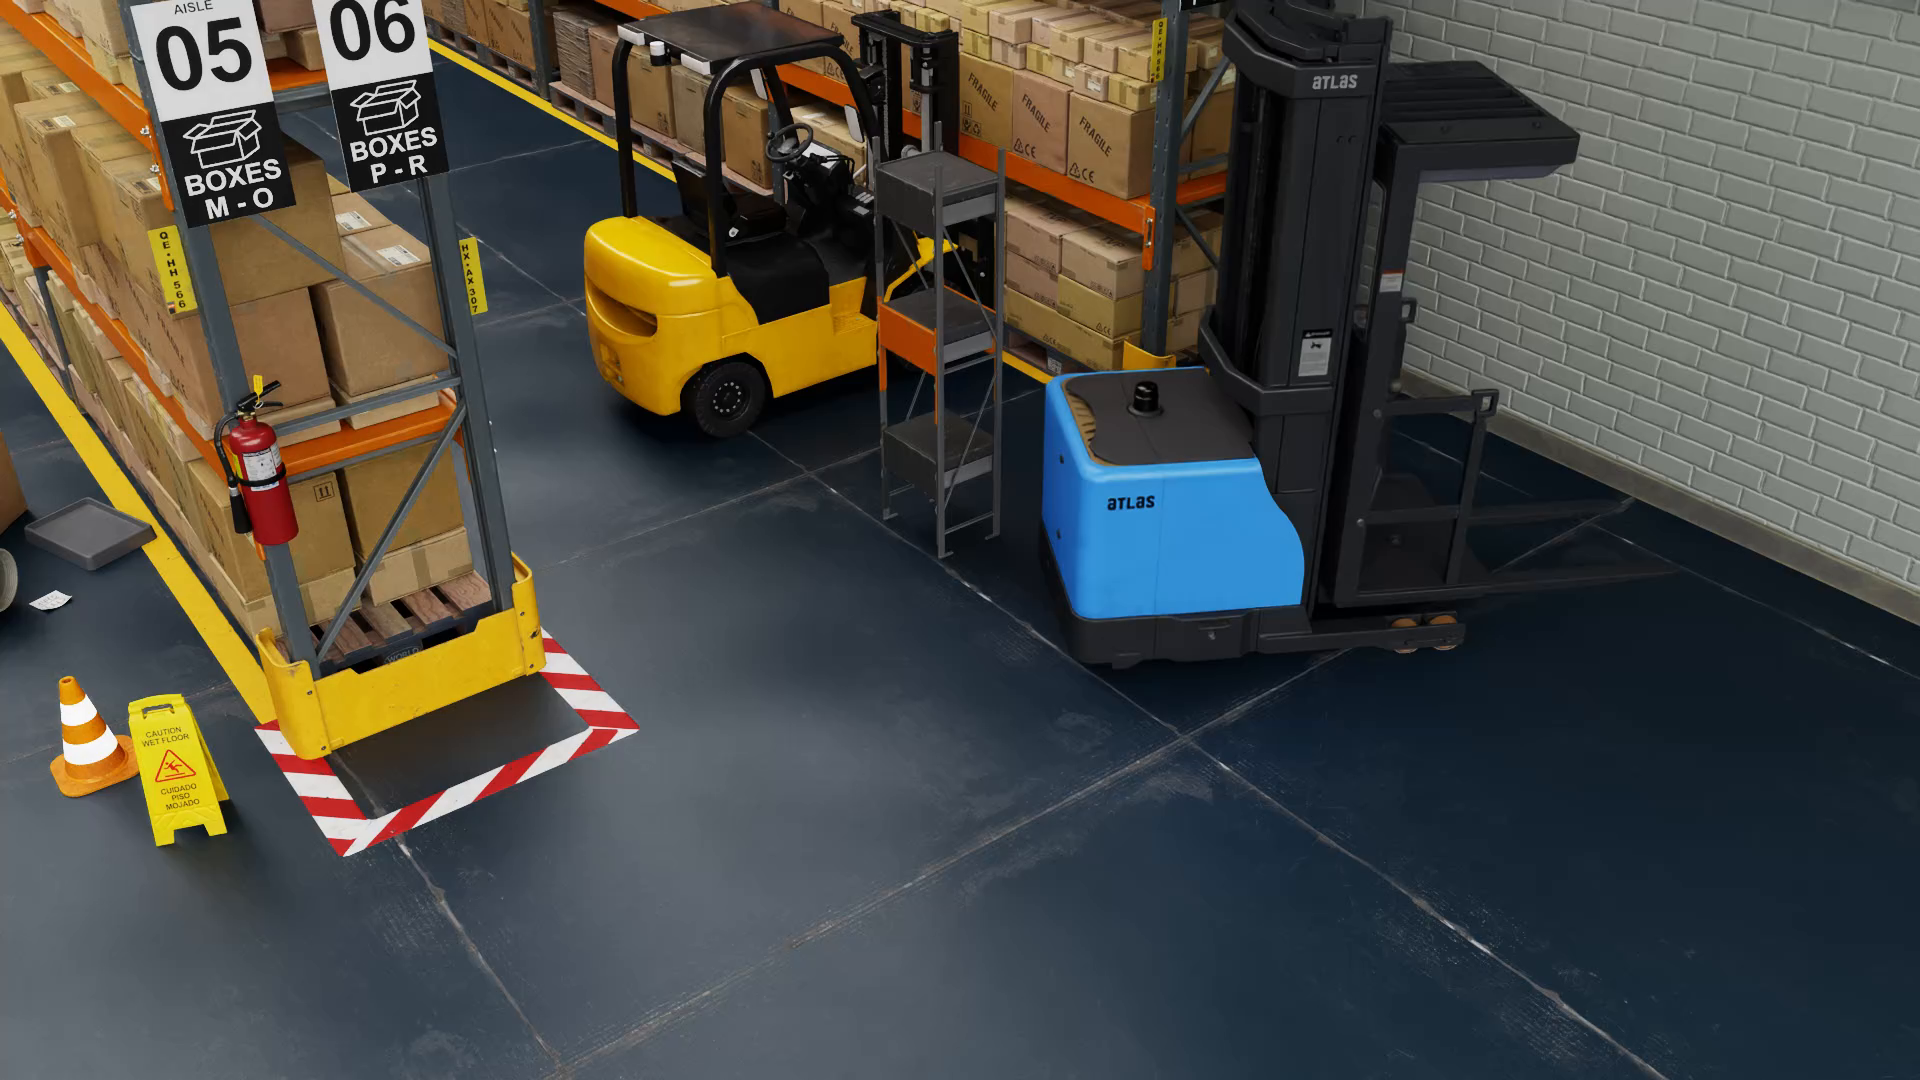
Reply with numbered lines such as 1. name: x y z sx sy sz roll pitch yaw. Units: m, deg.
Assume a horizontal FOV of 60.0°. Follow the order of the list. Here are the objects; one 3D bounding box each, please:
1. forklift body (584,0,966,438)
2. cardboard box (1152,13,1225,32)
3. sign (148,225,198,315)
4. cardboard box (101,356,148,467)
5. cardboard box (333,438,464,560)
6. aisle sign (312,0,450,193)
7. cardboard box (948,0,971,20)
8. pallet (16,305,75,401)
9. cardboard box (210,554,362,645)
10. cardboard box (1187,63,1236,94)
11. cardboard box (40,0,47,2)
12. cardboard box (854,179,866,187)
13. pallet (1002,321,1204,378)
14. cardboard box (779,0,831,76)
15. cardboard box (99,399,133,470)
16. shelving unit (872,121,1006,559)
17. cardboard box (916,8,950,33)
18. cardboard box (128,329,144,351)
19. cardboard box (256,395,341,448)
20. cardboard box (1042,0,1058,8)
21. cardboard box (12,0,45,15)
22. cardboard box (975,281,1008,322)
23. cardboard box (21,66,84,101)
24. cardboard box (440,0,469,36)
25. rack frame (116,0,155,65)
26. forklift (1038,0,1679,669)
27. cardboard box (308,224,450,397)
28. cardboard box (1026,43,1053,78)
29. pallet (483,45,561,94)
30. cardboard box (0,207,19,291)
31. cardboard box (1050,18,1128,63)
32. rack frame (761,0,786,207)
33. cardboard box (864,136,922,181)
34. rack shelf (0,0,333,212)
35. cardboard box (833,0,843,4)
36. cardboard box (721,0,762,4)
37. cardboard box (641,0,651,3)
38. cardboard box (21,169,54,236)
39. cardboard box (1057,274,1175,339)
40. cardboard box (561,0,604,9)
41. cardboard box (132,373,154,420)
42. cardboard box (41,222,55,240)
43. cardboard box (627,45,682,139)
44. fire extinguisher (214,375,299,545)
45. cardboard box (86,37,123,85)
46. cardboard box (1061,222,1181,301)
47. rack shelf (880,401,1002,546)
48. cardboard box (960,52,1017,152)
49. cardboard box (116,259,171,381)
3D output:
1. forklift body: -1.123 -1.982 9.902 2.313 2.155 1.214 -22 38 -31
2. cardboard box: 1.330 -2.927 9.628 0.380 0.149 0.250 -21 37 -30
3. sign: -2.889 -0.990 6.104 0.100 0.325 0.005 -22 38 -31
4. cardboard box: -4.088 -0.762 8.631 0.500 0.500 0.500 -20 37 -29
5. cardboard box: -2.729 -0.299 7.886 0.500 0.500 0.500 -24 39 -33
6. aisle sign: -2.155 -1.714 6.202 0.394 0.787 0.004 -22 38 -31
7. cardboard box: 0.149 -3.305 10.237 0.380 0.149 0.250 -22 38 -31
8. pallet: -5.369 -1.341 10.710 1.003 0.211 1.213 -22 38 -31
9. cardboard box: -3.161 0.195 7.801 0.500 0.250 0.500 -22 38 -32
10. cardboard box: 1.478 -2.686 9.522 0.380 0.149 0.250 -23 39 -33
11. cardboard box: -3.594 -2.423 6.825 0.500 0.250 0.500 -21 38 -30
12. cardboard box: -0.609 -2.521 11.701 0.500 0.250 0.500 -22 38 -32
13. pallet: 0.979 -1.263 10.583 1.003 0.211 1.213 -22 38 -31
14. cardboard box: -0.906 -3.582 11.580 0.500 0.500 0.500 -23 39 -33
15. cardboard box: -4.406 -0.660 9.178 0.500 0.250 0.500 -20 37 -29
16. shelving unit: -0.101 -0.961 8.307 0.431 2.100 0.503 -22 38 -31
17. cardboard box: -0.052 -3.259 10.444 0.380 0.149 0.250 -23 39 -32
18. cardboard box: -3.676 -1.025 7.796 0.380 0.149 0.250 -23 38 -32
19. cardboard box: -2.836 -0.515 6.974 0.380 0.149 0.250 -21 37 -30
20. cardboard box: 0.732 -3.372 10.345 0.380 0.149 0.250 -23 39 -32
21. cardboard box: -3.855 -2.386 7.144 0.380 0.149 0.250 -23 38 -32
22. cardboard box: 0.346 -1.668 10.801 0.500 0.250 0.500 -22 38 -31
23. cardboard box: -3.818 -1.916 7.668 0.700 0.500 0.500 -23 38 -32
24. cardboard box: -4.809 -5.339 16.475 0.500 0.500 0.500 -24 39 -33
25. rack frame: -2.438 -3.083 5.185 1.000 3.000 0.127 -22 38 -31
26. forklift: 1.956 -0.981 7.551 3.031 2.935 1.130 -4 32 -6
27. cardboard box: -2.509 -0.991 7.126 0.500 0.500 0.500 -23 39 -32
28. cardboard box: 0.613 -2.846 9.780 0.380 0.149 0.250 -23 38 -32
29. pallet: -3.853 -4.615 15.981 1.003 0.211 1.213 -22 38 -31
30. cardboard box: -6.086 -2.070 11.332 0.950 0.372 0.625 -21 37 -30
31. cardboard box: 0.737 -2.861 9.522 0.380 0.149 0.250 -21 38 -30
32. rack frame: -0.972 -3.809 12.040 1.000 3.000 0.127 -22 38 -31
33. cardboard box: -0.304 -2.521 11.227 0.500 0.250 0.500 -21 37 -30
34. rack shelf: -3.664 -2.337 7.509 1.077 0.370 4.000 -22 38 -31
35. cardboard box: -0.643 -3.702 11.159 0.380 0.149 0.250 -22 38 -31
36. cardboard box: -1.475 -4.080 12.144 0.500 0.250 0.500 -23 39 -32
37. cardboard box: -2.403 -4.508 13.308 0.500 0.250 0.500 -21 37 -30
38. cardboard box: -4.515 -1.896 8.582 0.500 0.500 0.500 -22 38 -32
39. cardboard box: 0.935 -1.467 10.003 0.500 0.250 0.500 -23 38 -32
40. cardboard box: -3.462 -4.859 15.702 0.500 0.500 0.500 -21 37 -30
41. cardboard box: -3.725 -0.736 7.975 0.380 0.149 0.250 -21 37 -29
42. cardboard box: -4.755 -1.772 8.998 0.380 0.149 0.250 -21 38 -30
43. cardboard box: -2.233 -3.831 13.929 0.875 0.625 0.625 -24 39 -33
44. fire extinguisher: -2.732 -0.305 6.472 0.296 0.674 0.183 -22 38 -31
45. cardboard box: -3.056 -1.854 6.287 0.380 0.149 0.250 -22 38 -31
46. cardboard box: 0.952 -1.668 9.854 0.500 0.250 0.500 -21 37 -30
47. rack shelf: -0.101 -0.355 8.684 0.431 0.518 0.480 -22 38 -31
48. cardboard box: 0.346 -2.738 10.220 0.500 0.500 0.500 -23 39 -32
49. cardboard box: -3.292 -1.051 7.222 0.500 0.500 0.500 -22 38 -31
